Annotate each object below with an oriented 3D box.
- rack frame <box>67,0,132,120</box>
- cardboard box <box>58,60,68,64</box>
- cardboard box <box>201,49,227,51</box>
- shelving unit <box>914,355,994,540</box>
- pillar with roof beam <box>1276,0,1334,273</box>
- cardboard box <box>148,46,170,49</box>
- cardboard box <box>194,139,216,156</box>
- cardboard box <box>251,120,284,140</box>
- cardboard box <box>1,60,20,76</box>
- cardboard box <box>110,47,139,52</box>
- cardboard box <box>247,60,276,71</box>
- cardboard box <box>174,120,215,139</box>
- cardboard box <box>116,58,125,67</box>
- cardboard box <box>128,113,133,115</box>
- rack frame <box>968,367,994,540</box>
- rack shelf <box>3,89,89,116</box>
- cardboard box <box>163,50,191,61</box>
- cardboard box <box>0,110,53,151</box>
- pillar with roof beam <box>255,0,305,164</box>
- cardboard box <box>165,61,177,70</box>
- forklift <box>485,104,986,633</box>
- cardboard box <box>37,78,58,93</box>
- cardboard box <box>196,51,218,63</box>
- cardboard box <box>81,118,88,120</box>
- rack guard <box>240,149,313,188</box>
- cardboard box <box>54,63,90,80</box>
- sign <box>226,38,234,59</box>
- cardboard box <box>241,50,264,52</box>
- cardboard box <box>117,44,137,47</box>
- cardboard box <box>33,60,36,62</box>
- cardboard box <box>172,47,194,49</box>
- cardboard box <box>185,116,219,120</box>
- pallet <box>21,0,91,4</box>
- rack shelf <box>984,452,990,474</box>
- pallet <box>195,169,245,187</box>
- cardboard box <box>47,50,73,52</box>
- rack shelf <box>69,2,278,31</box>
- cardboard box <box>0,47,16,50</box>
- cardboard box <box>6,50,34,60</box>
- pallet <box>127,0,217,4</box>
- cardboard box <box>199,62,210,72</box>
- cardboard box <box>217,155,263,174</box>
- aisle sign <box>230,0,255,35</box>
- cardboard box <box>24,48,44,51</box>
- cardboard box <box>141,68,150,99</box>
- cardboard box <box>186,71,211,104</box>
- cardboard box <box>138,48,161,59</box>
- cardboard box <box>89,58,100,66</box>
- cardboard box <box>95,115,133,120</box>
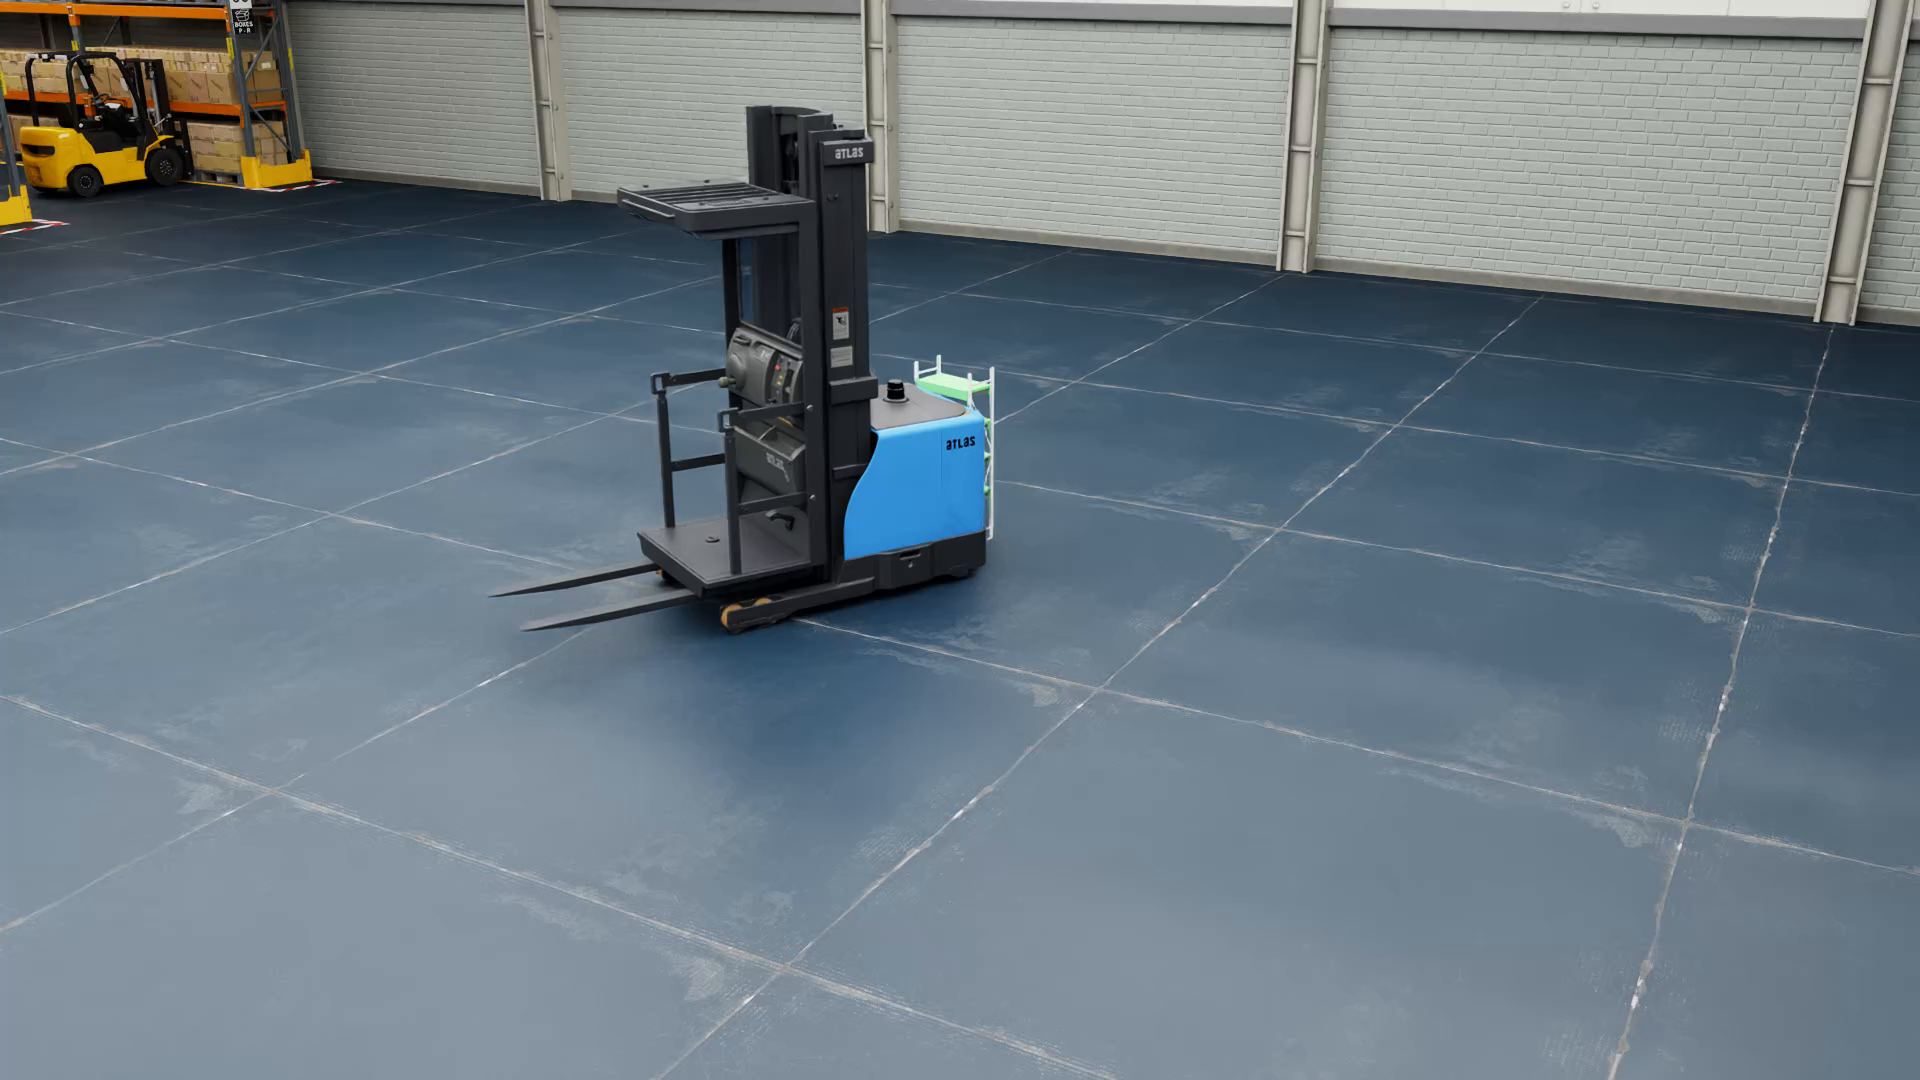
[{"bbox_3d":[-14.886,-8.034,29.115,0.127,3.000,1.000,11,23,27],"label":"rack frame"},{"bbox_3d":[-15.527,-8.415,29.065,0.250,0.149,0.380,10,22,27],"label":"cardboard box"},{"bbox_3d":[-12.484,-8.156,27.915,0.250,0.149,0.380,12,23,29],"label":"cardboard box"},{"bbox_3d":[-0.040,-0.604,11.270,0.503,1.200,0.258,18,26,40],"label":"shelving unit"},{"bbox_3d":[2.052,-6.298,15.532,0.400,9.000,9.100,11,23,27],"label":"pillar with roof beam"},{"bbox_3d":[-13.775,-8.446,28.716,0.250,0.149,0.380,10,22,26],"label":"cardboard box"},{"bbox_3d":[-12.404,-6.583,27.799,0.500,0.250,0.500,11,22,27],"label":"cardboard box"},{"bbox_3d":[-11.721,-6.880,27.884,0.500,0.250,0.500,10,22,26],"label":"cardboard box"},{"bbox_3d":[-16.767,-8.464,29.787,0.500,0.250,0.500,11,23,28],"label":"cardboard box"},{"bbox_3d":[-14.253,-8.328,28.392,0.250,0.149,0.380,10,22,26],"label":"cardboard box"},{"bbox_3d":[-11.564,-7.855,27.522,0.250,0.149,0.380,10,22,26],"label":"cardboard box"},{"bbox_3d":[-12.842,-6.892,27.916,0.500,0.250,0.500,11,23,28],"label":"cardboard box"},{"bbox_3d":[-14.089,-8.114,28.238,0.250,0.149,0.380,11,23,28],"label":"cardboard box"},{"bbox_3d":[-14.362,-7.385,29.275,0.500,0.250,0.500,11,23,28],"label":"cardboard box"},{"bbox_3d":[0.138,-0.547,11.114,0.015,1.200,0.240,18,26,40],"label":"rack frame"},{"bbox_3d":[-16.632,-8.029,30.155,4.000,0.370,1.077,11,23,27],"label":"rack shelf"},{"bbox_3d":[-12.973,-8.040,27.597,0.250,0.149,0.380,11,23,28],"label":"cardboard box"},{"bbox_3d":[-17.266,-7.567,30.692,0.625,0.625,0.875,12,23,29],"label":"cardboard box"},{"bbox_3d":[-13.662,-9.292,23.784,0.400,9.000,9.100,11,23,27],"label":"pillar with roof beam"},{"bbox_3d":[-12.965,-7.901,27.651,0.250,0.149,0.380,11,23,28],"label":"cardboard box"},{"bbox_3d":[-1.353,-1.032,9.911,3.031,2.935,1.130,-12,23,-30],"label":"forklift"},{"bbox_3d":[-15.895,-8.052,29.383,0.500,0.250,0.500,11,22,27],"label":"cardboard box"},{"bbox_3d":[-12.282,-7.925,27.280,0.250,0.149,0.380,11,23,28],"label":"cardboard box"},{"bbox_3d":[-15.347,-7.199,29.679,0.625,0.625,0.875,12,23,30],"label":"cardboard box"},{"bbox_3d":[-11.373,-6.190,27.697,0.348,0.500,1.175,11,23,27],"label":"rack guard"},{"bbox_3d":[-15.440,-8.204,29.071,0.500,0.250,0.500,10,22,26],"label":"cardboard box"},{"bbox_3d":[-11.671,-7.866,26.605,0.005,0.325,0.100,11,23,27],"label":"sign"},{"bbox_3d":[-11.785,-8.043,27.606,0.250,0.149,0.380,12,23,29],"label":"cardboard box"},{"bbox_3d":[-14.460,-8.563,29.039,0.250,0.149,0.380,11,23,27],"label":"cardboard box"},{"bbox_3d":[-16.207,-8.537,29.404,0.250,0.149,0.380,10,22,26],"label":"cardboard box"},{"bbox_3d":[-13.152,-8.289,28.283,0.250,0.149,0.380,12,23,29],"label":"cardboard box"},{"bbox_3d":[-13.035,-7.136,28.589,0.500,0.250,0.500,10,22,26],"label":"cardboard box"},{"bbox_3d":[-15.663,-9.497,29.030,1.217,0.209,0.805,10,22,25],"label":"pallet"},{"bbox_3d":[-0.040,-0.544,11.292,0.480,0.148,0.258,18,26,40],"label":"rack shelf"},{"bbox_3d":[-12.082,-6.173,28.073,1.213,0.211,1.003,11,23,27],"label":"pallet"},{"bbox_3d":[-16.176,-8.736,29.953,0.250,0.149,0.380,11,22,27],"label":"cardboard box"},{"bbox_3d":[-13.140,-8.774,27.810,4.000,0.370,1.077,11,23,27],"label":"rack shelf"},{"bbox_3d":[-17.516,-8.986,30.641,0.250,0.149,0.380,11,23,27],"label":"cardboard box"},{"bbox_3d":[-16.838,-8.685,29.811,0.250,0.149,0.380,11,23,27],"label":"cardboard box"},{"bbox_3d":[-13.068,-9.066,27.689,1.213,0.211,1.003,11,23,27],"label":"pallet"},{"bbox_3d":[-12.268,-7.790,27.345,0.250,0.149,0.380,11,23,28],"label":"cardboard box"},{"bbox_3d":[-11.958,-6.258,27.635,0.500,0.250,0.500,11,23,28],"label":"cardboard box"},{"bbox_3d":[-11.480,-8.493,26.567,0.004,0.787,0.394,11,23,27],"label":"aisle sign"},{"bbox_3d":[-16.819,-8.883,30.357,0.250,0.149,0.380,10,22,26],"label":"cardboard box"},{"bbox_3d":[-13.721,-7.764,28.224,0.500,0.500,0.500,11,22,27],"label":"cardboard box"},{"bbox_3d":[-12.400,-7.509,27.520,0.500,0.500,0.500,12,23,29],"label":"cardboard box"},{"bbox_3d":[-13.589,-8.194,28.022,0.250,0.149,0.380,11,23,27],"label":"cardboard box"},{"bbox_3d":[-14.736,-8.255,28.626,0.250,0.149,0.380,10,22,26],"label":"cardboard box"},{"bbox_3d":[-14.617,-7.235,28.863,0.500,0.250,0.500,10,22,26],"label":"cardboard box"}]
